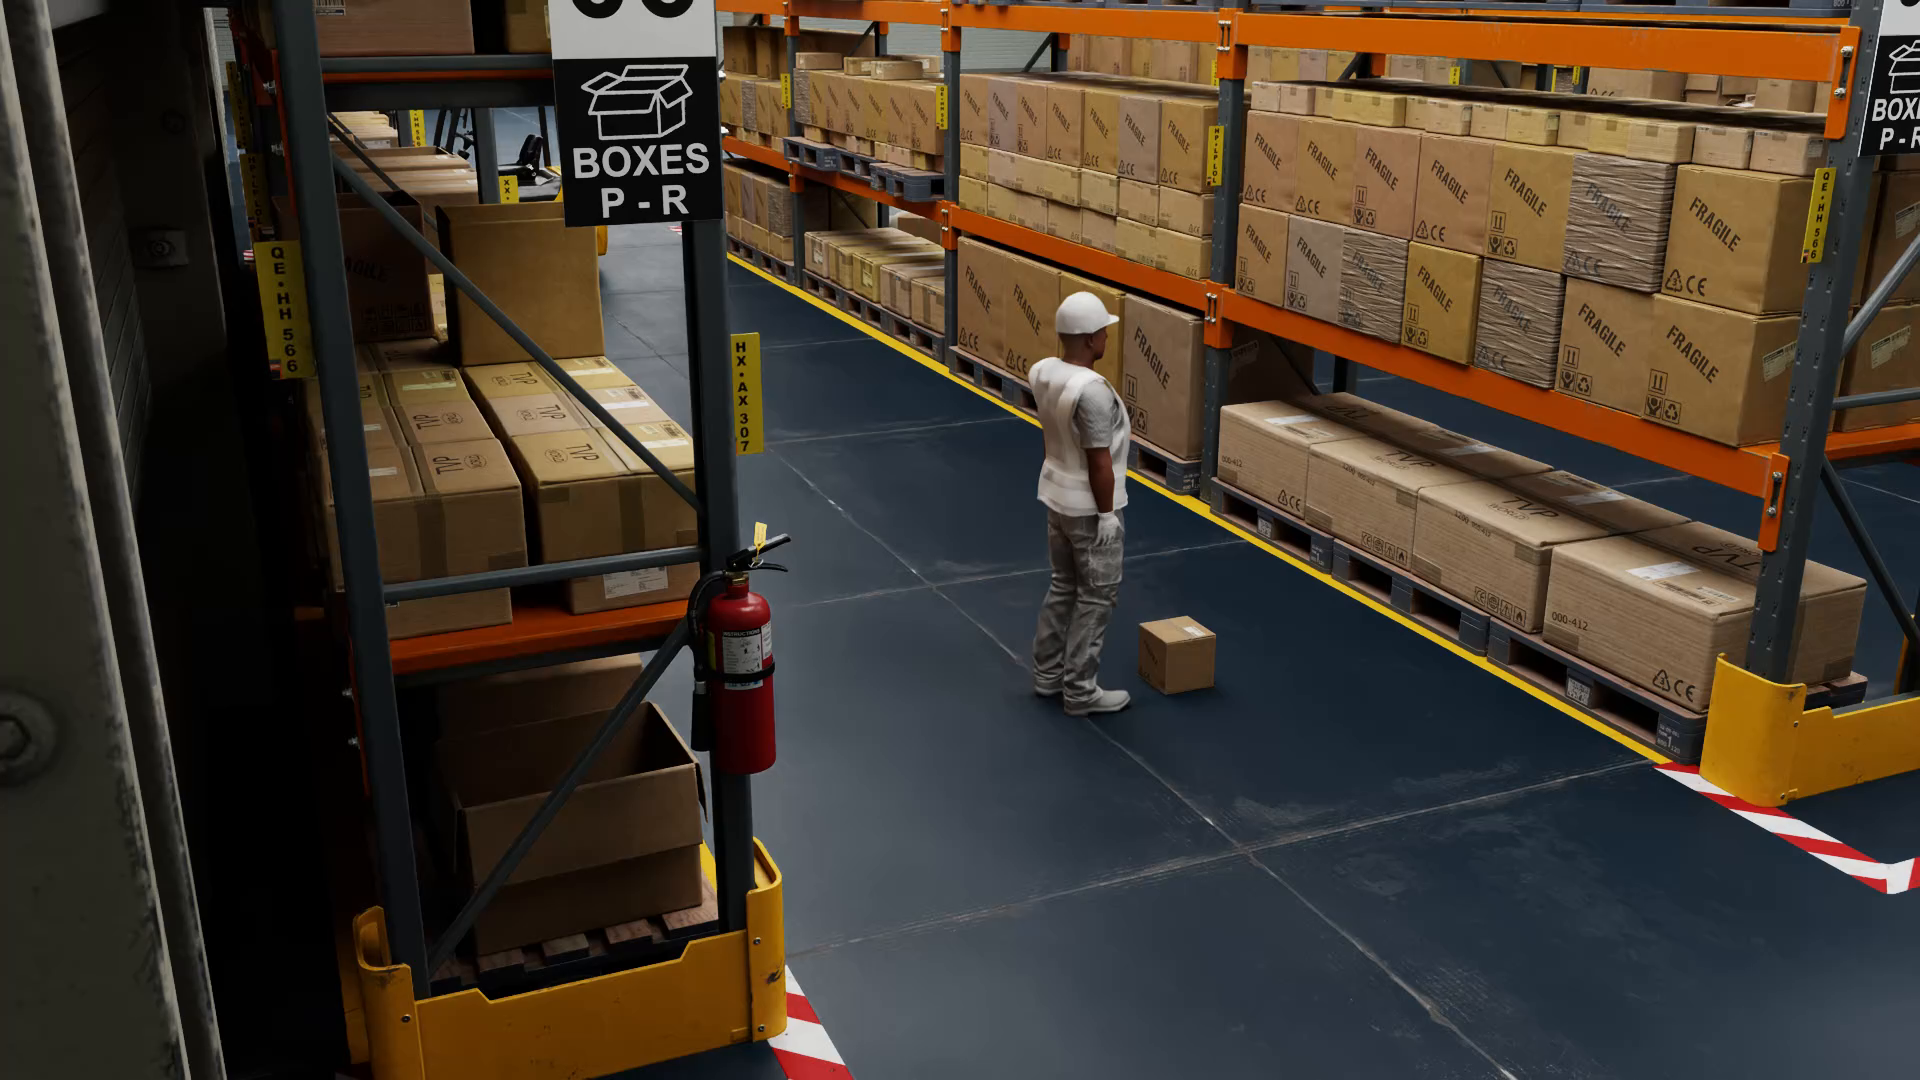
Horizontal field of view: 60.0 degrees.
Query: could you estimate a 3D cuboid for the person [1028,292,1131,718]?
[{"bbox_3d":[0.512,-0.148,6.988,0.361,1.790,0.545,-7,20,-21],"label":"person"}]
